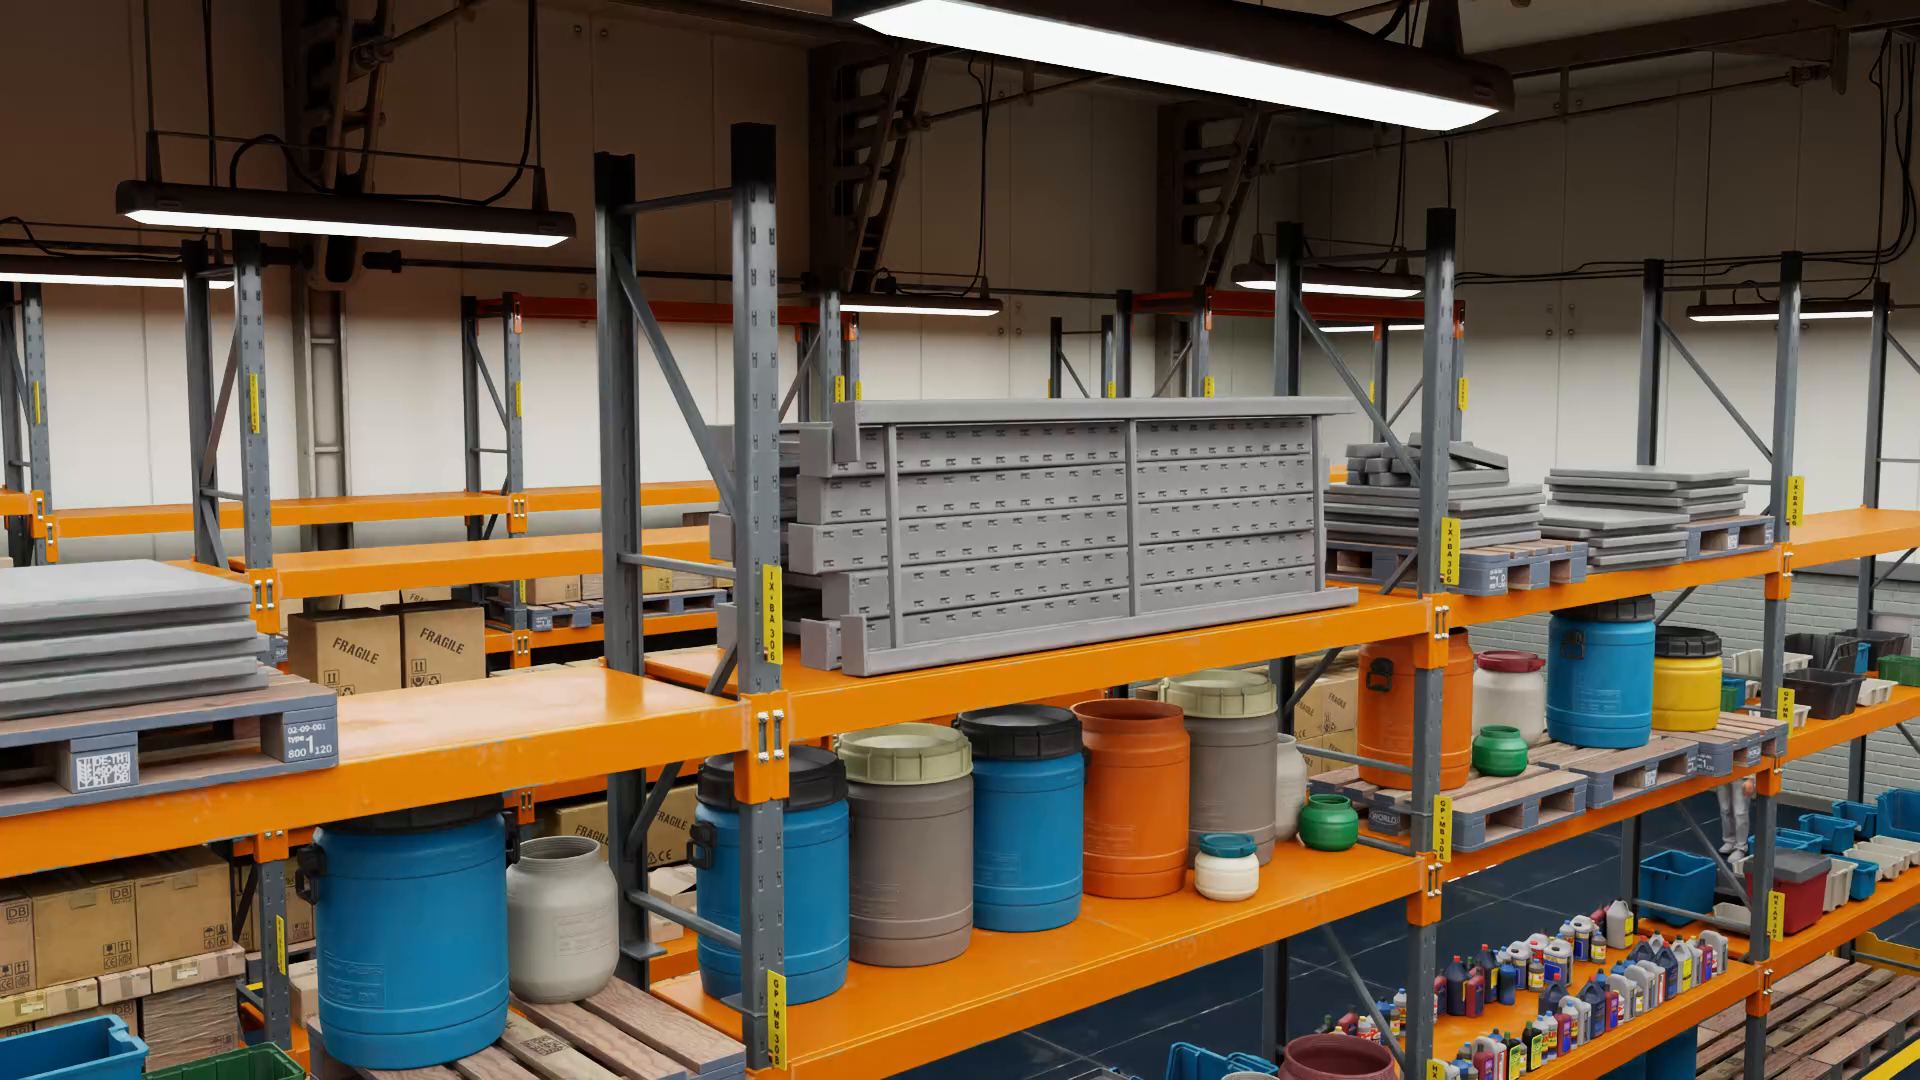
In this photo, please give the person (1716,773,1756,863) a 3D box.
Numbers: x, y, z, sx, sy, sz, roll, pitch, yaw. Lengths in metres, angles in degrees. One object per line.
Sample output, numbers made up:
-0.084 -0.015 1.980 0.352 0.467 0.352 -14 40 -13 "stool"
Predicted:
8.448 2.582 18.124 0.530 1.784 0.541 -4 7 -39 "person"
